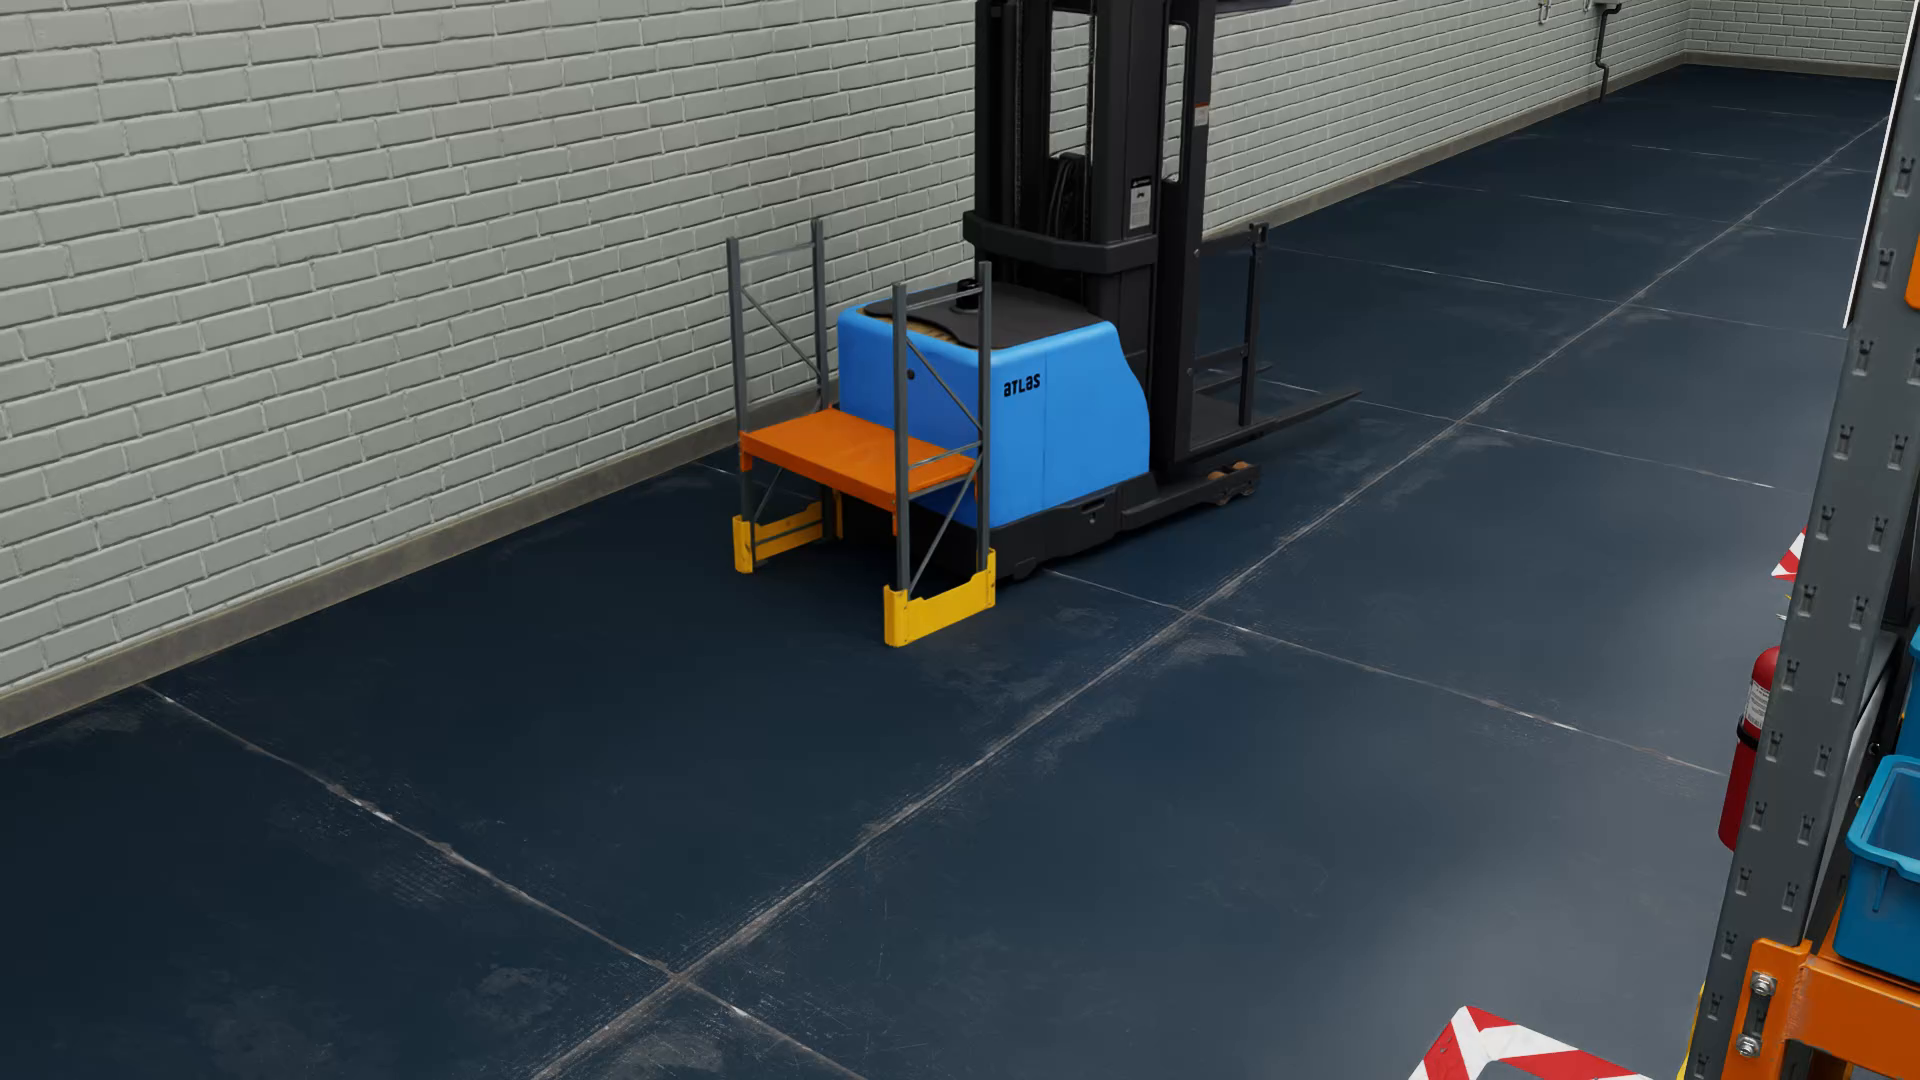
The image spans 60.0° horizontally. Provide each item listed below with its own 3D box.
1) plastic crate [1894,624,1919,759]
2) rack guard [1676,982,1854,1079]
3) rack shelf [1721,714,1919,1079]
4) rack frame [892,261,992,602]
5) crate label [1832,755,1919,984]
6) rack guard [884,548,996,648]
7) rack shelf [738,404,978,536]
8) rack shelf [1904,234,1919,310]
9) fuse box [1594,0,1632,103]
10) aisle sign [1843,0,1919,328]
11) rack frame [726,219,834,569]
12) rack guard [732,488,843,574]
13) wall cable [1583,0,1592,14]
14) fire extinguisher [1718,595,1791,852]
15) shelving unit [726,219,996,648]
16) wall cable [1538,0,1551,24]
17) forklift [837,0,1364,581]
[{"bbox_3d":[2.067,0.345,3.129,0.499,0.435,0.616,17,29,33],"label":"plastic crate"},{"bbox_3d":[1.661,1.510,3.703,0.348,0.500,1.175,17,29,33],"label":"rack guard"},{"bbox_3d":[3.288,1.180,2.243,4.000,0.370,1.077,17,29,33],"label":"rack shelf"},{"bbox_3d":[-0.065,-0.334,6.648,0.500,1.500,0.032,-22,32,-40],"label":"rack frame"},{"bbox_3d":[1.688,0.583,2.841,0.303,0.233,0.416,17,29,33],"label":"crate label"},{"bbox_3d":[-0.078,0.232,6.913,0.587,0.250,0.087,-22,32,-40],"label":"rack guard"},{"bbox_3d":[-0.421,-0.316,7.052,0.538,0.185,1.000,-22,32,-40],"label":"rack shelf"},{"bbox_3d":[3.288,-0.192,1.638,4.000,0.370,1.077,17,29,33],"label":"rack shelf"},{"bbox_3d":[7.452,-5.837,18.875,0.414,1.711,0.539,17,29,33],"label":"fuse box"},{"bbox_3d":[1.452,-0.744,2.493,0.004,0.787,0.394,17,29,33],"label":"aisle sign"},{"bbox_3d":[-0.778,-0.626,7.311,0.500,1.500,0.032,-22,32,-40],"label":"rack frame"},{"bbox_3d":[-0.777,-0.054,7.563,0.587,0.250,0.087,-22,32,-40],"label":"rack guard"},{"bbox_3d":[6.917,-6.709,17.997,0.122,1.984,0.588,17,29,33],"label":"wall cable"},{"bbox_3d":[1.839,0.390,3.702,0.183,0.674,0.296,17,29,33],"label":"fire extinguisher"},{"bbox_3d":[-0.428,-0.483,6.986,0.587,1.500,1.083,-22,32,-40],"label":"shelving unit"},{"bbox_3d":[6.075,-6.263,16.946,0.123,1.953,0.585,17,29,33],"label":"wall cable"},{"bbox_3d":[0.862,-1.648,7.855,3.031,2.935,1.130,-20,31,-38],"label":"forklift"}]
